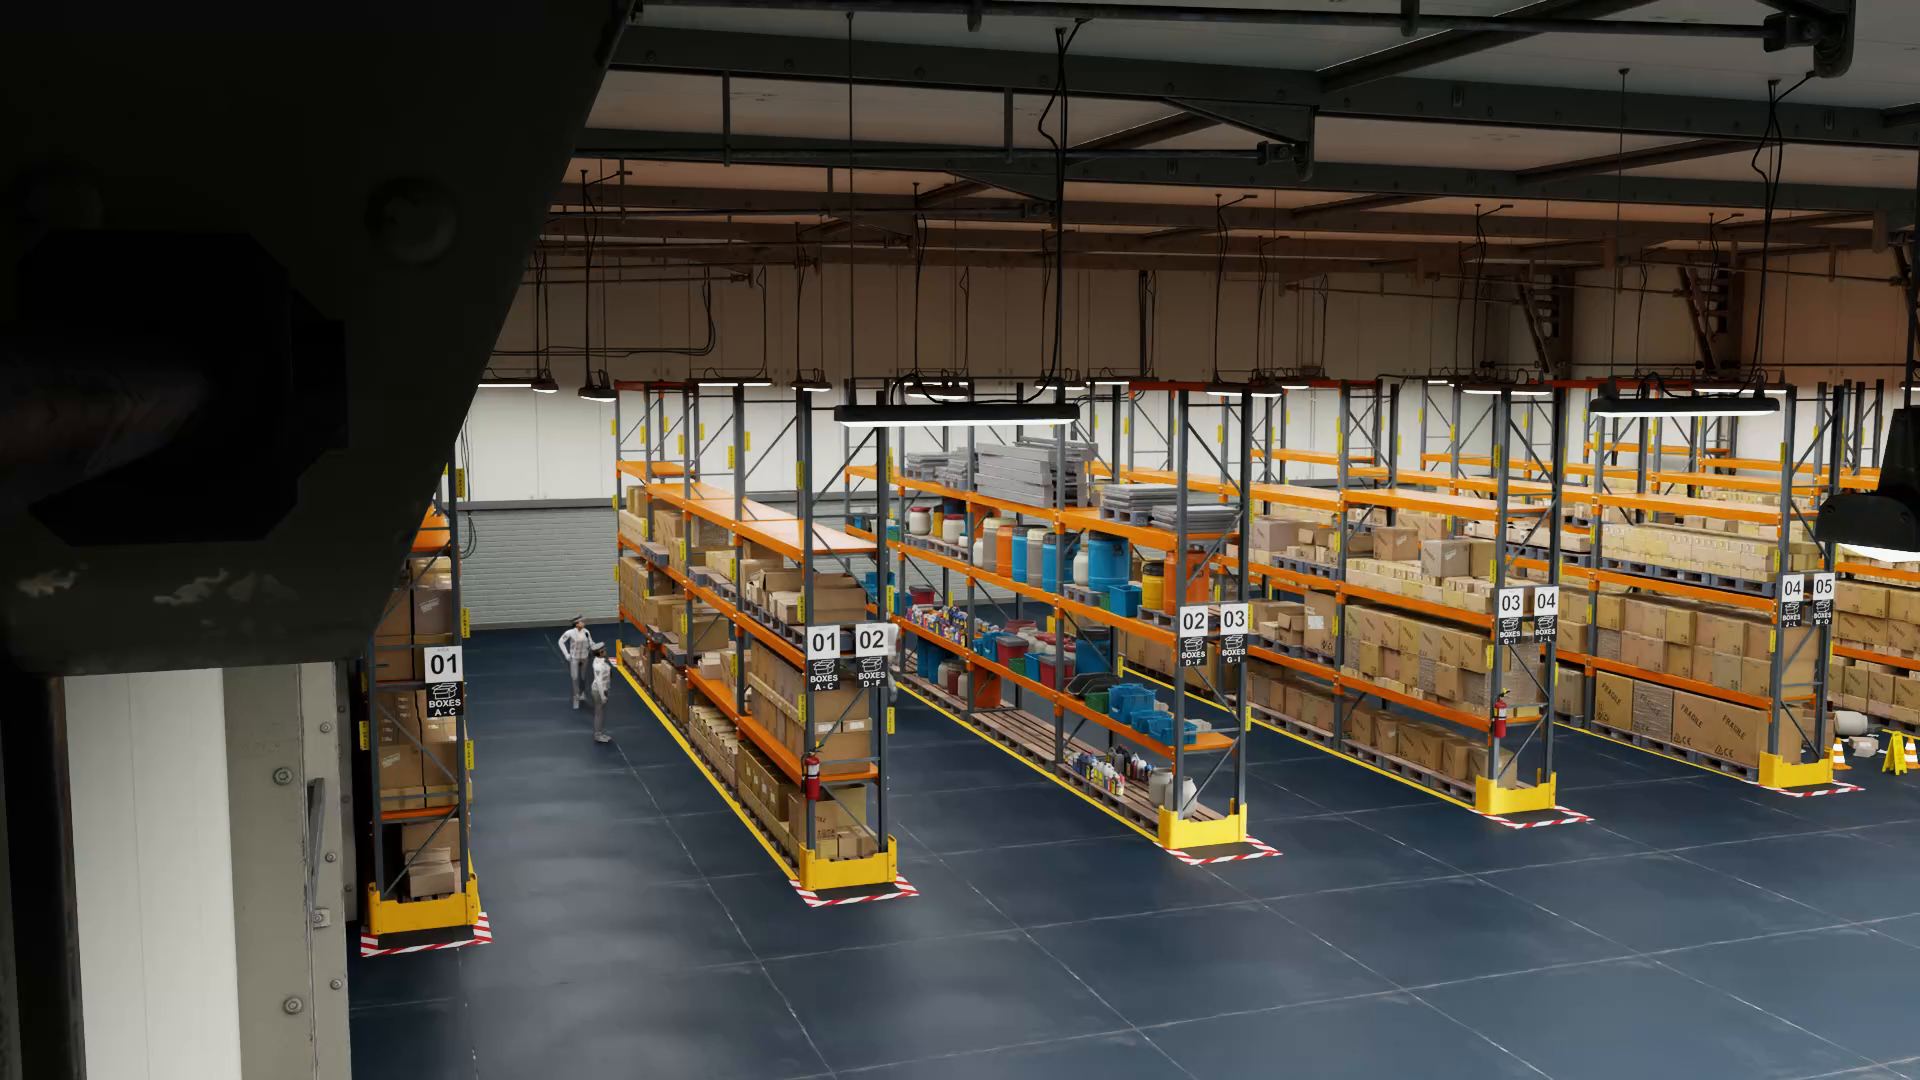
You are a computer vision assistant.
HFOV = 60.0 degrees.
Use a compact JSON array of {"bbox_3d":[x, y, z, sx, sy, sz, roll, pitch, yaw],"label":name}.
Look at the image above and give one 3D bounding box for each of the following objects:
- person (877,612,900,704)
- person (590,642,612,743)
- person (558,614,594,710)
[{"bbox_3d":[-1.412,2.158,30.872,0.478,1.771,0.564,6,8,43],"label":"person"},{"bbox_3d":[-6.023,2.546,27.917,0.350,1.695,0.533,1,6,5],"label":"person"},{"bbox_3d":[-7.107,2.228,30.847,0.653,1.731,0.817,-2,6,-15],"label":"person"}]
